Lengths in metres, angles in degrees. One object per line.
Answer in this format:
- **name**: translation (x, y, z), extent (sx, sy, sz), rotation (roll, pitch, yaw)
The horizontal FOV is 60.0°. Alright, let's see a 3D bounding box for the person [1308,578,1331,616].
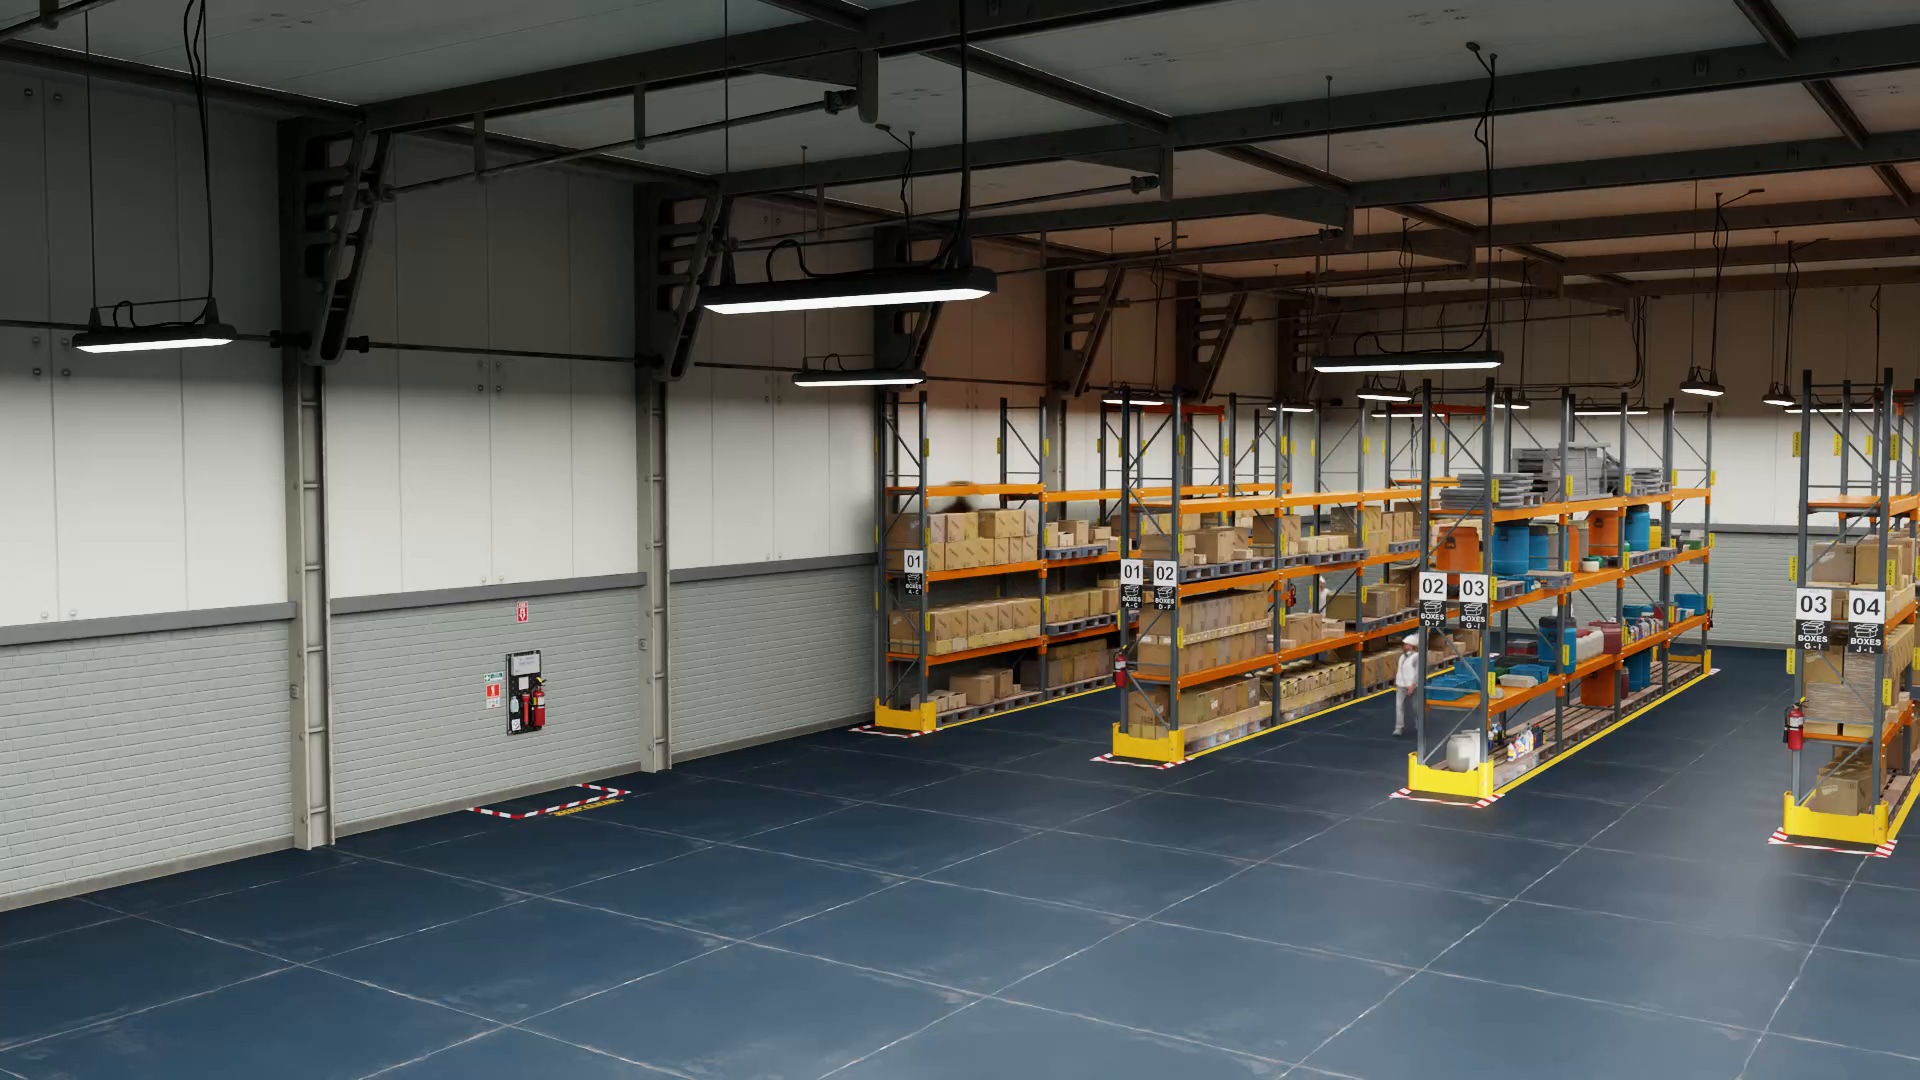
- **person**: translation (8.989, 1.802, 41.482), extent (0.605, 1.728, 1.031), rotation (2, 4, 28)

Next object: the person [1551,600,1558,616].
- **person**: translation (13.661, 2.094, 37.798), extent (0.480, 1.615, 0.988), rotation (2, 4, 33)

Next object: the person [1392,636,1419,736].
- **person**: translation (7.839, 2.534, 29.036), extent (0.469, 1.730, 1.066), rotation (2, 4, 30)
